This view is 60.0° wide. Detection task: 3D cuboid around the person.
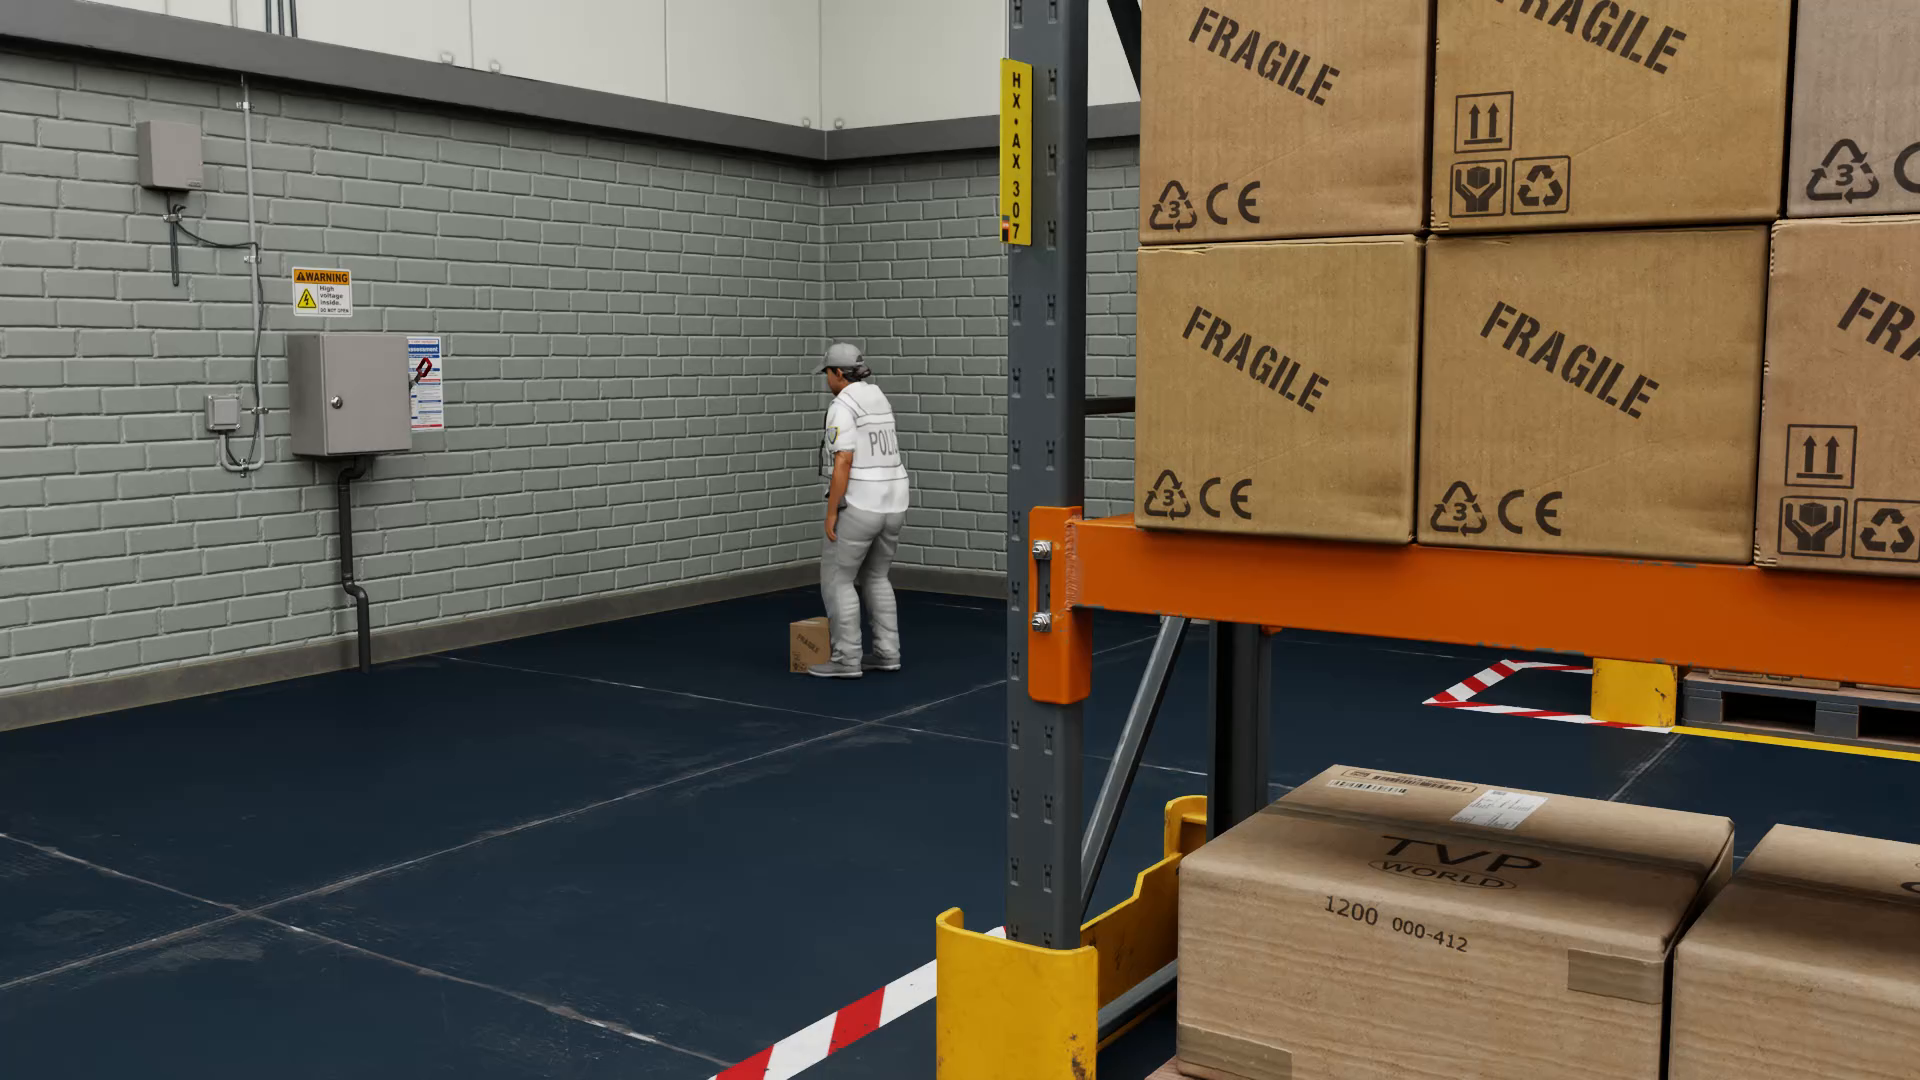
[{"bbox_3d":[-0.509,-0.148,8.302,0.469,1.664,0.550,4,7,31],"label":"person"}]
